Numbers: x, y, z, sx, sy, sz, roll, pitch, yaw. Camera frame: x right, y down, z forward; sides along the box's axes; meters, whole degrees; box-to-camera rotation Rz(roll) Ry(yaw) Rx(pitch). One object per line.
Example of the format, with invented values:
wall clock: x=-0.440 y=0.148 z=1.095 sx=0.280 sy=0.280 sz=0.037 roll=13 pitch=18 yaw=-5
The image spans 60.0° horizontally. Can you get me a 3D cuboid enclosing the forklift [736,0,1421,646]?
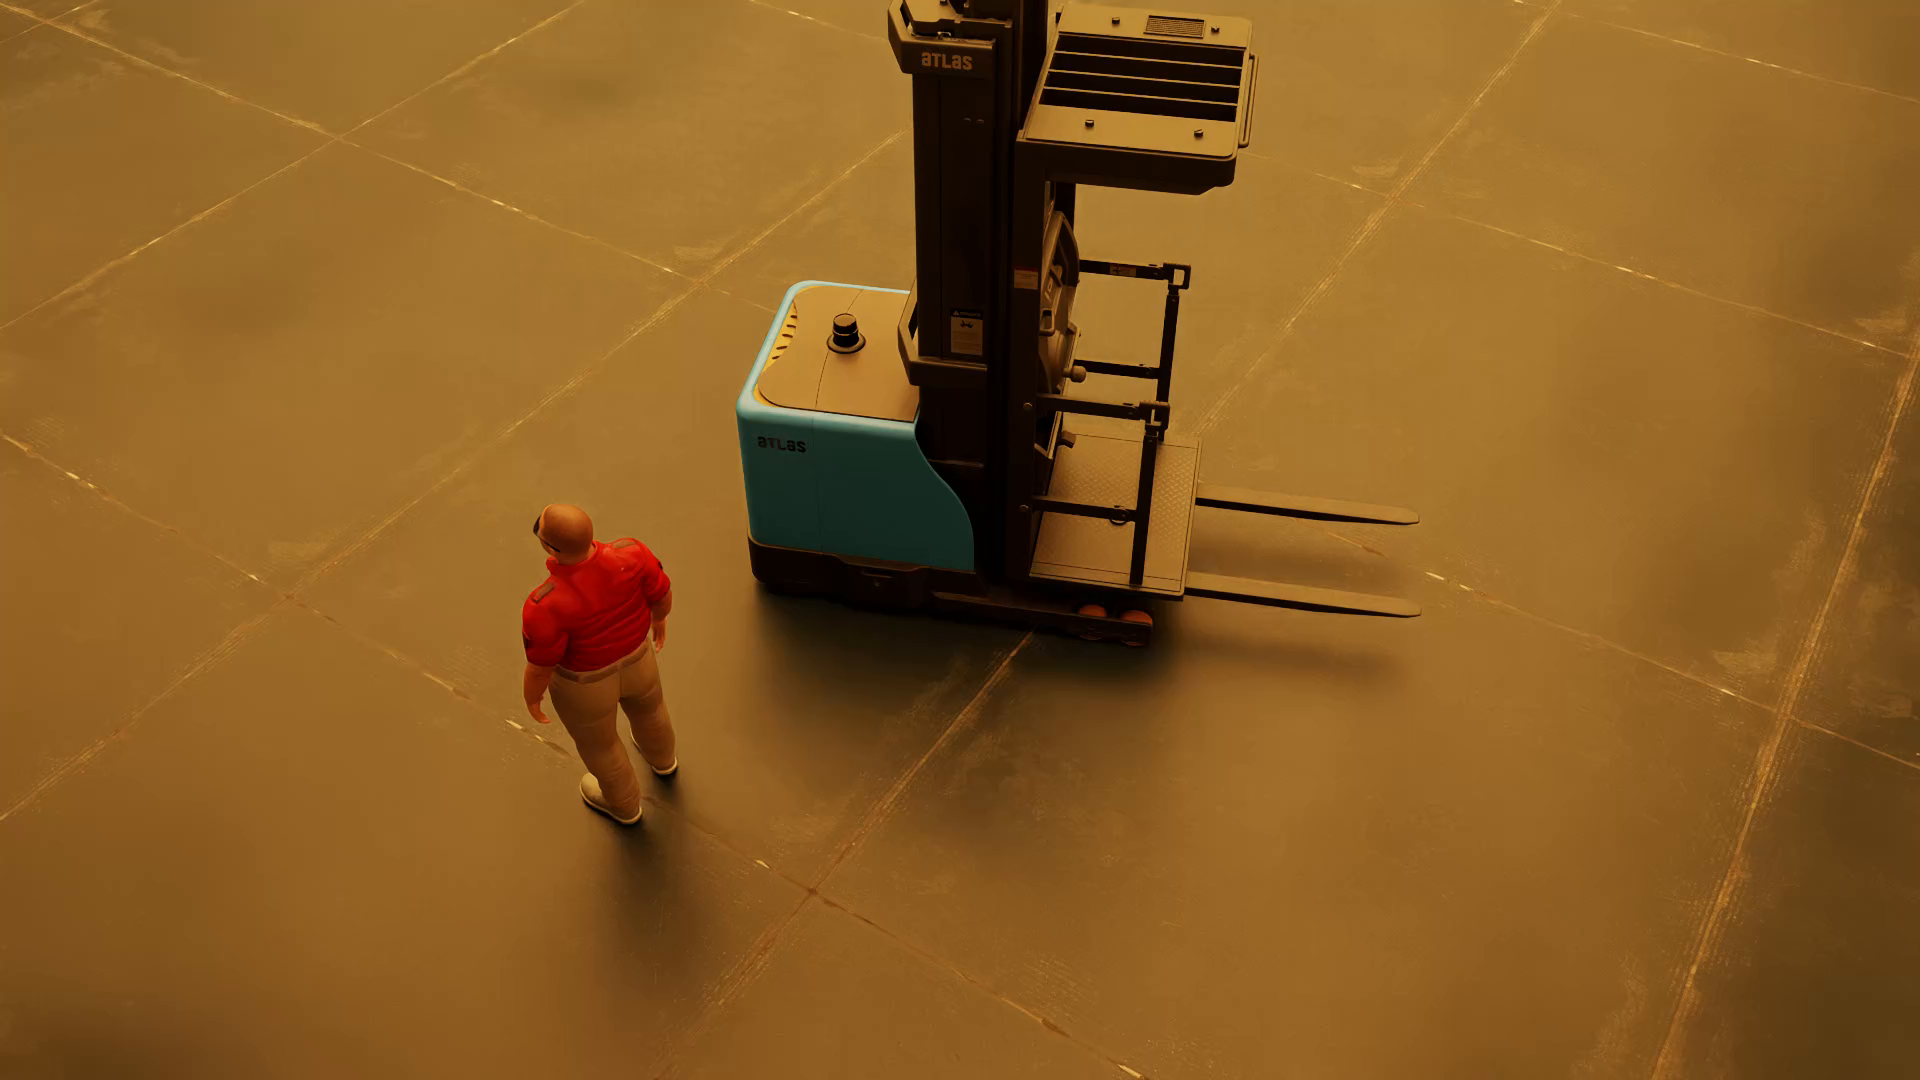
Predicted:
forklift: x=0.598 y=-0.987 z=6.890 sx=3.031 sy=2.935 sz=1.130 roll=7 pitch=44 yaw=8

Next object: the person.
person: x=-1.398 y=0.424 z=6.265 sx=0.641 sy=1.727 sz=0.535 roll=-32 pitch=52 yaw=-29
